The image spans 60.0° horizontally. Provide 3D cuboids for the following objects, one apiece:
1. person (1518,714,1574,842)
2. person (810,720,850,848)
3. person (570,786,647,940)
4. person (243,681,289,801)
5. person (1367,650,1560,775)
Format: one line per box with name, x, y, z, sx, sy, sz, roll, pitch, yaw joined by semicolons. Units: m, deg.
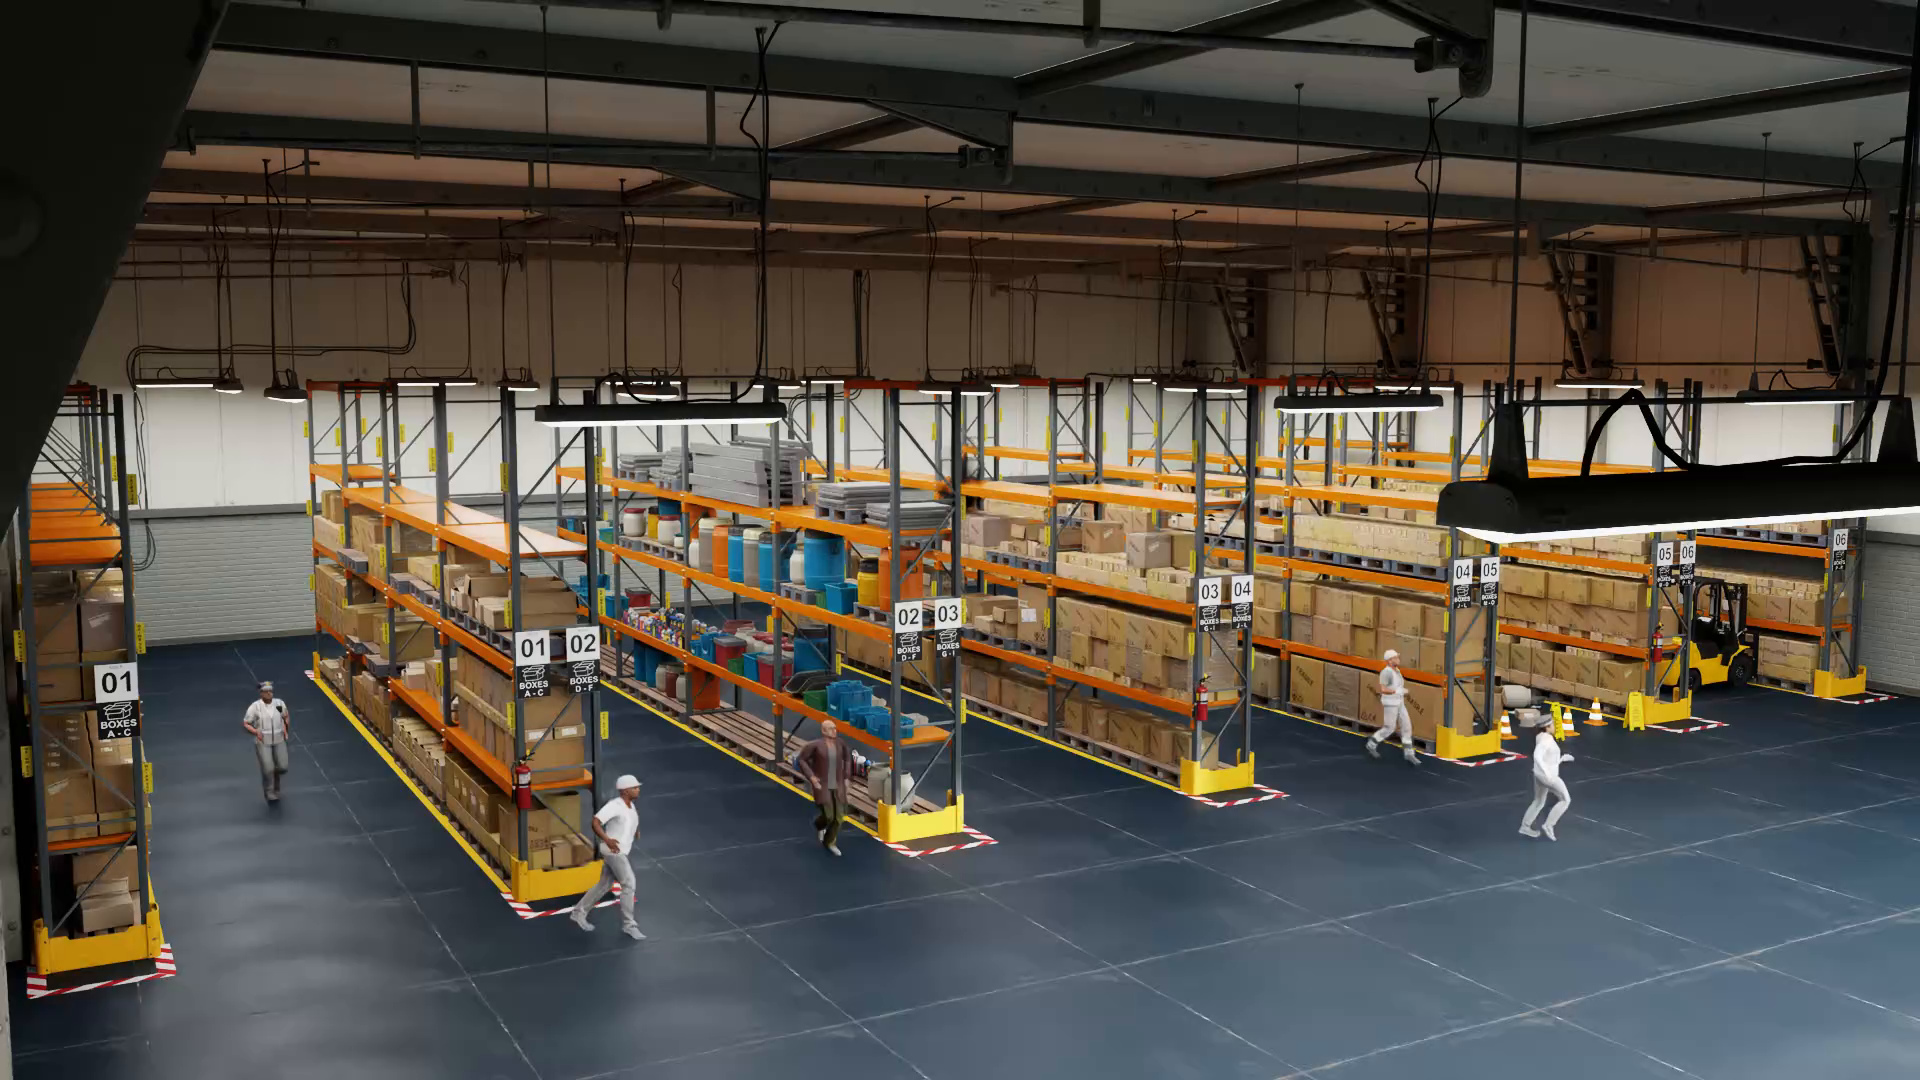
person;7.796;3.149;22.061;0.685;1.706;0.579;0;6;-1
person;-1.695;3.157;21.496;0.704;1.671;0.511;-3;7;-29
person;-3.892;3.524;18.570;0.882;1.738;0.704;0;6;1
person;-10.012;2.905;24.126;0.659;1.726;0.588;-5;8;-39
person;7.292;2.798;24.313;3.990;1.692;3.480;5;8;37
